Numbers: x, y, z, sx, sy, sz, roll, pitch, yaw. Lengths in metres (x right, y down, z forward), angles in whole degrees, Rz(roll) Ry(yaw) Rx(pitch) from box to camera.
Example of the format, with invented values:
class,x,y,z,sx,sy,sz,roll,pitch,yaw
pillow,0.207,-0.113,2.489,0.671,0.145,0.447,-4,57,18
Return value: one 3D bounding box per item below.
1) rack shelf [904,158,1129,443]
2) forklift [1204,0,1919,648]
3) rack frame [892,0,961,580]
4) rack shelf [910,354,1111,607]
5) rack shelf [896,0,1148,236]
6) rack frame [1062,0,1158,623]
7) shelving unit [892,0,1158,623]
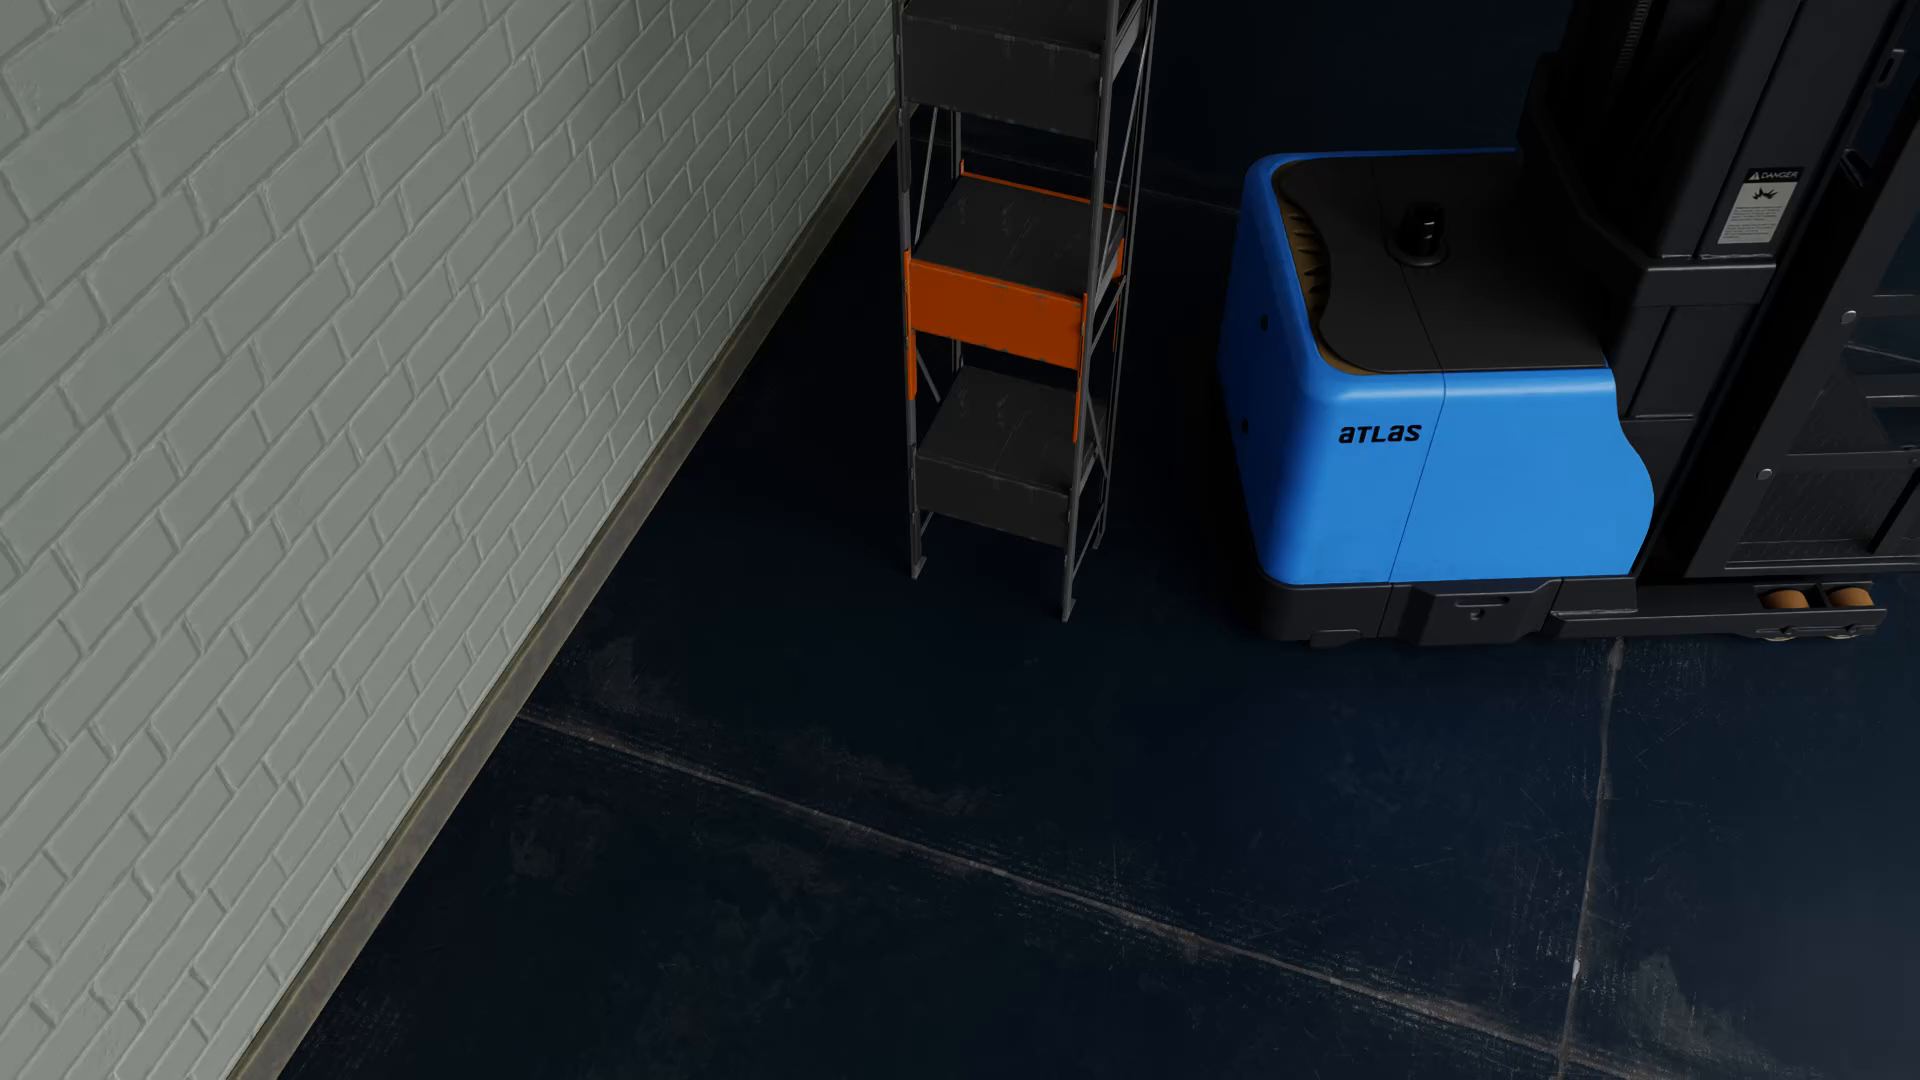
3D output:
class,x,y,z,sx,sy,sz,roll,pitch,yaw
rack shelf,0.155,-0.635,4.429,0.480,0.518,0.431,16,51,13
forklift,2.340,-1.058,4.228,3.031,2.935,1.130,-2,49,-2
rack frame,-0.074,-0.708,4.474,0.015,2.100,0.400,16,51,13
rack shelf,0.155,-0.177,4.958,0.480,0.518,0.431,16,51,13
rack shelf,0.155,-1.094,3.900,0.480,0.518,0.431,16,51,13
rack frame,0.384,-0.580,4.364,0.015,2.100,0.400,16,51,13
shelving unit,0.155,-0.644,4.419,0.503,2.100,0.431,16,51,13
